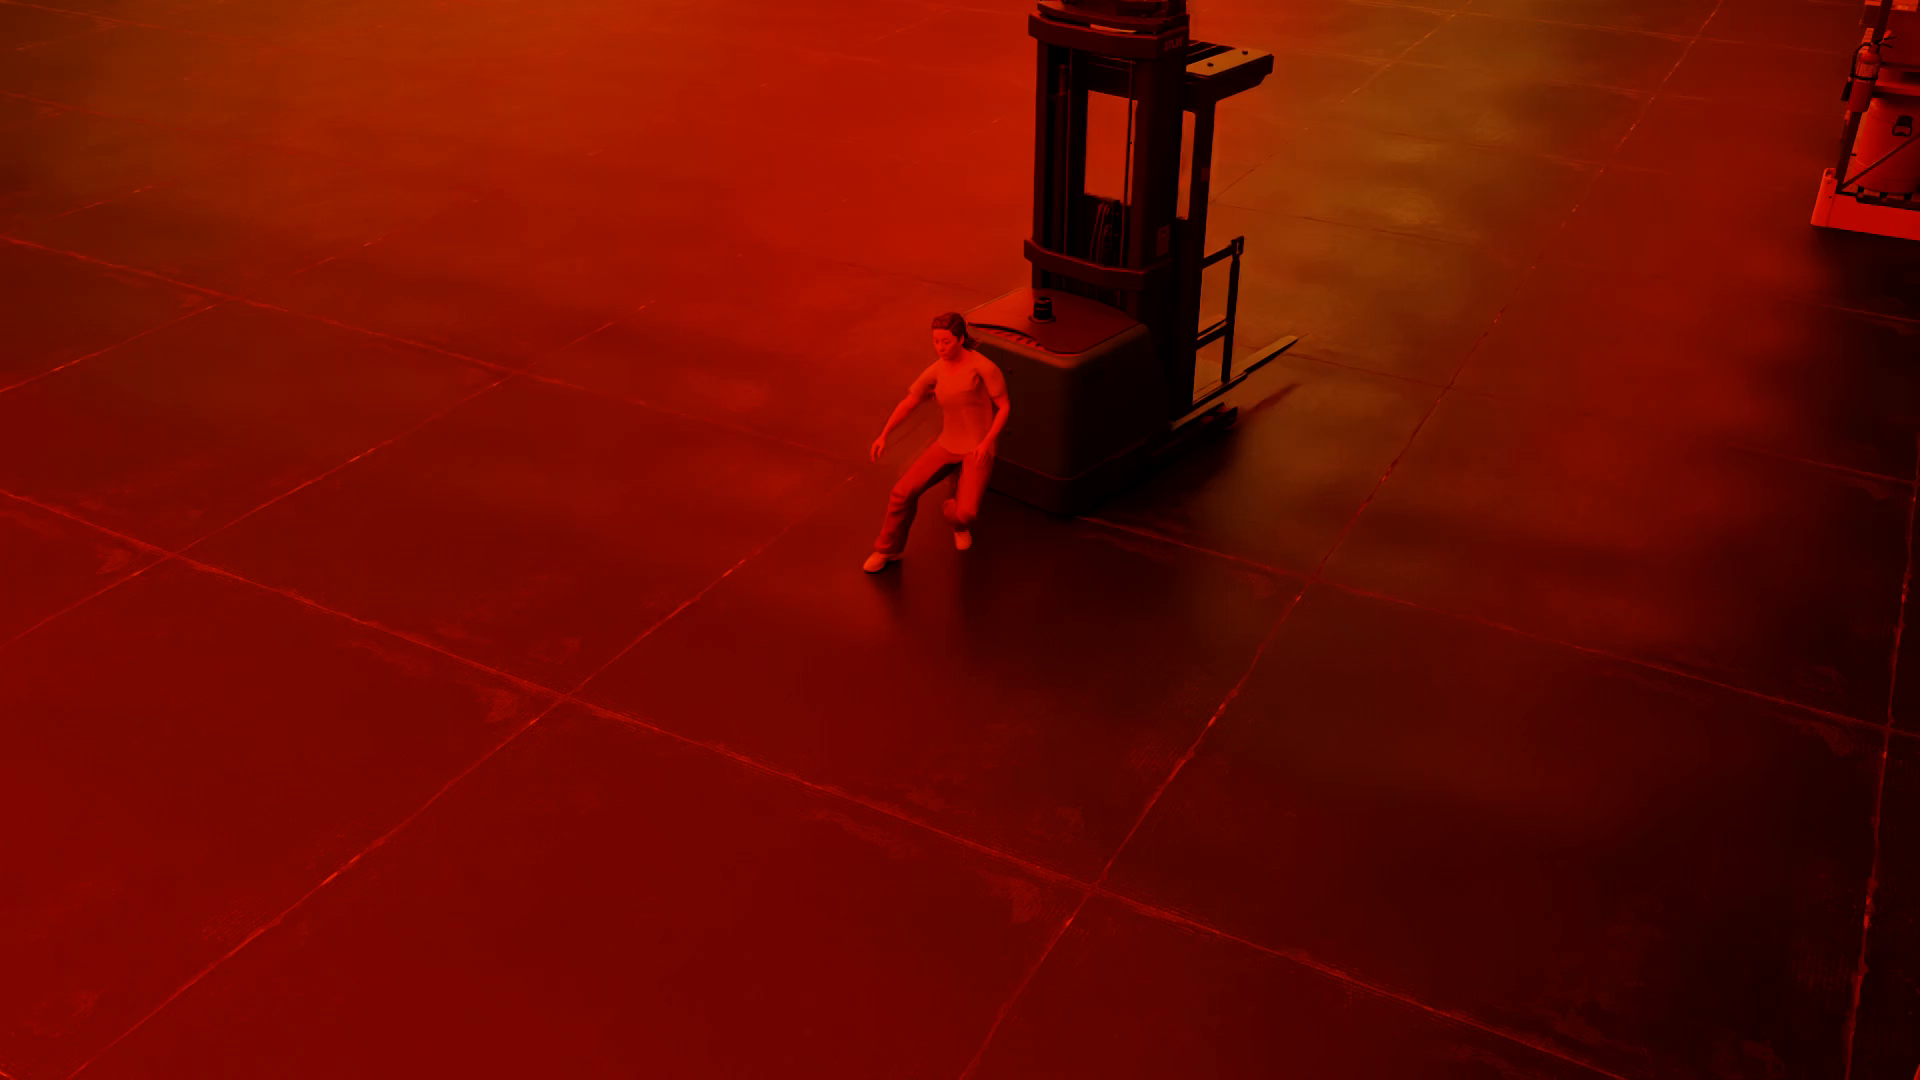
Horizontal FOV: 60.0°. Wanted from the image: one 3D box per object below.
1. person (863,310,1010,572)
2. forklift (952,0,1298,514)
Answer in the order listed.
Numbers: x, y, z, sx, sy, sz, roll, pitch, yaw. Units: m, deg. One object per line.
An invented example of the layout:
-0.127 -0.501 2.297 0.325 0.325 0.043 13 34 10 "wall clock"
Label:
-0.116 -0.515 9.355 0.709 1.534 0.645 17 34 27 "person"
1.229 -2.085 10.684 1.130 2.935 3.031 23 37 34 "forklift"
